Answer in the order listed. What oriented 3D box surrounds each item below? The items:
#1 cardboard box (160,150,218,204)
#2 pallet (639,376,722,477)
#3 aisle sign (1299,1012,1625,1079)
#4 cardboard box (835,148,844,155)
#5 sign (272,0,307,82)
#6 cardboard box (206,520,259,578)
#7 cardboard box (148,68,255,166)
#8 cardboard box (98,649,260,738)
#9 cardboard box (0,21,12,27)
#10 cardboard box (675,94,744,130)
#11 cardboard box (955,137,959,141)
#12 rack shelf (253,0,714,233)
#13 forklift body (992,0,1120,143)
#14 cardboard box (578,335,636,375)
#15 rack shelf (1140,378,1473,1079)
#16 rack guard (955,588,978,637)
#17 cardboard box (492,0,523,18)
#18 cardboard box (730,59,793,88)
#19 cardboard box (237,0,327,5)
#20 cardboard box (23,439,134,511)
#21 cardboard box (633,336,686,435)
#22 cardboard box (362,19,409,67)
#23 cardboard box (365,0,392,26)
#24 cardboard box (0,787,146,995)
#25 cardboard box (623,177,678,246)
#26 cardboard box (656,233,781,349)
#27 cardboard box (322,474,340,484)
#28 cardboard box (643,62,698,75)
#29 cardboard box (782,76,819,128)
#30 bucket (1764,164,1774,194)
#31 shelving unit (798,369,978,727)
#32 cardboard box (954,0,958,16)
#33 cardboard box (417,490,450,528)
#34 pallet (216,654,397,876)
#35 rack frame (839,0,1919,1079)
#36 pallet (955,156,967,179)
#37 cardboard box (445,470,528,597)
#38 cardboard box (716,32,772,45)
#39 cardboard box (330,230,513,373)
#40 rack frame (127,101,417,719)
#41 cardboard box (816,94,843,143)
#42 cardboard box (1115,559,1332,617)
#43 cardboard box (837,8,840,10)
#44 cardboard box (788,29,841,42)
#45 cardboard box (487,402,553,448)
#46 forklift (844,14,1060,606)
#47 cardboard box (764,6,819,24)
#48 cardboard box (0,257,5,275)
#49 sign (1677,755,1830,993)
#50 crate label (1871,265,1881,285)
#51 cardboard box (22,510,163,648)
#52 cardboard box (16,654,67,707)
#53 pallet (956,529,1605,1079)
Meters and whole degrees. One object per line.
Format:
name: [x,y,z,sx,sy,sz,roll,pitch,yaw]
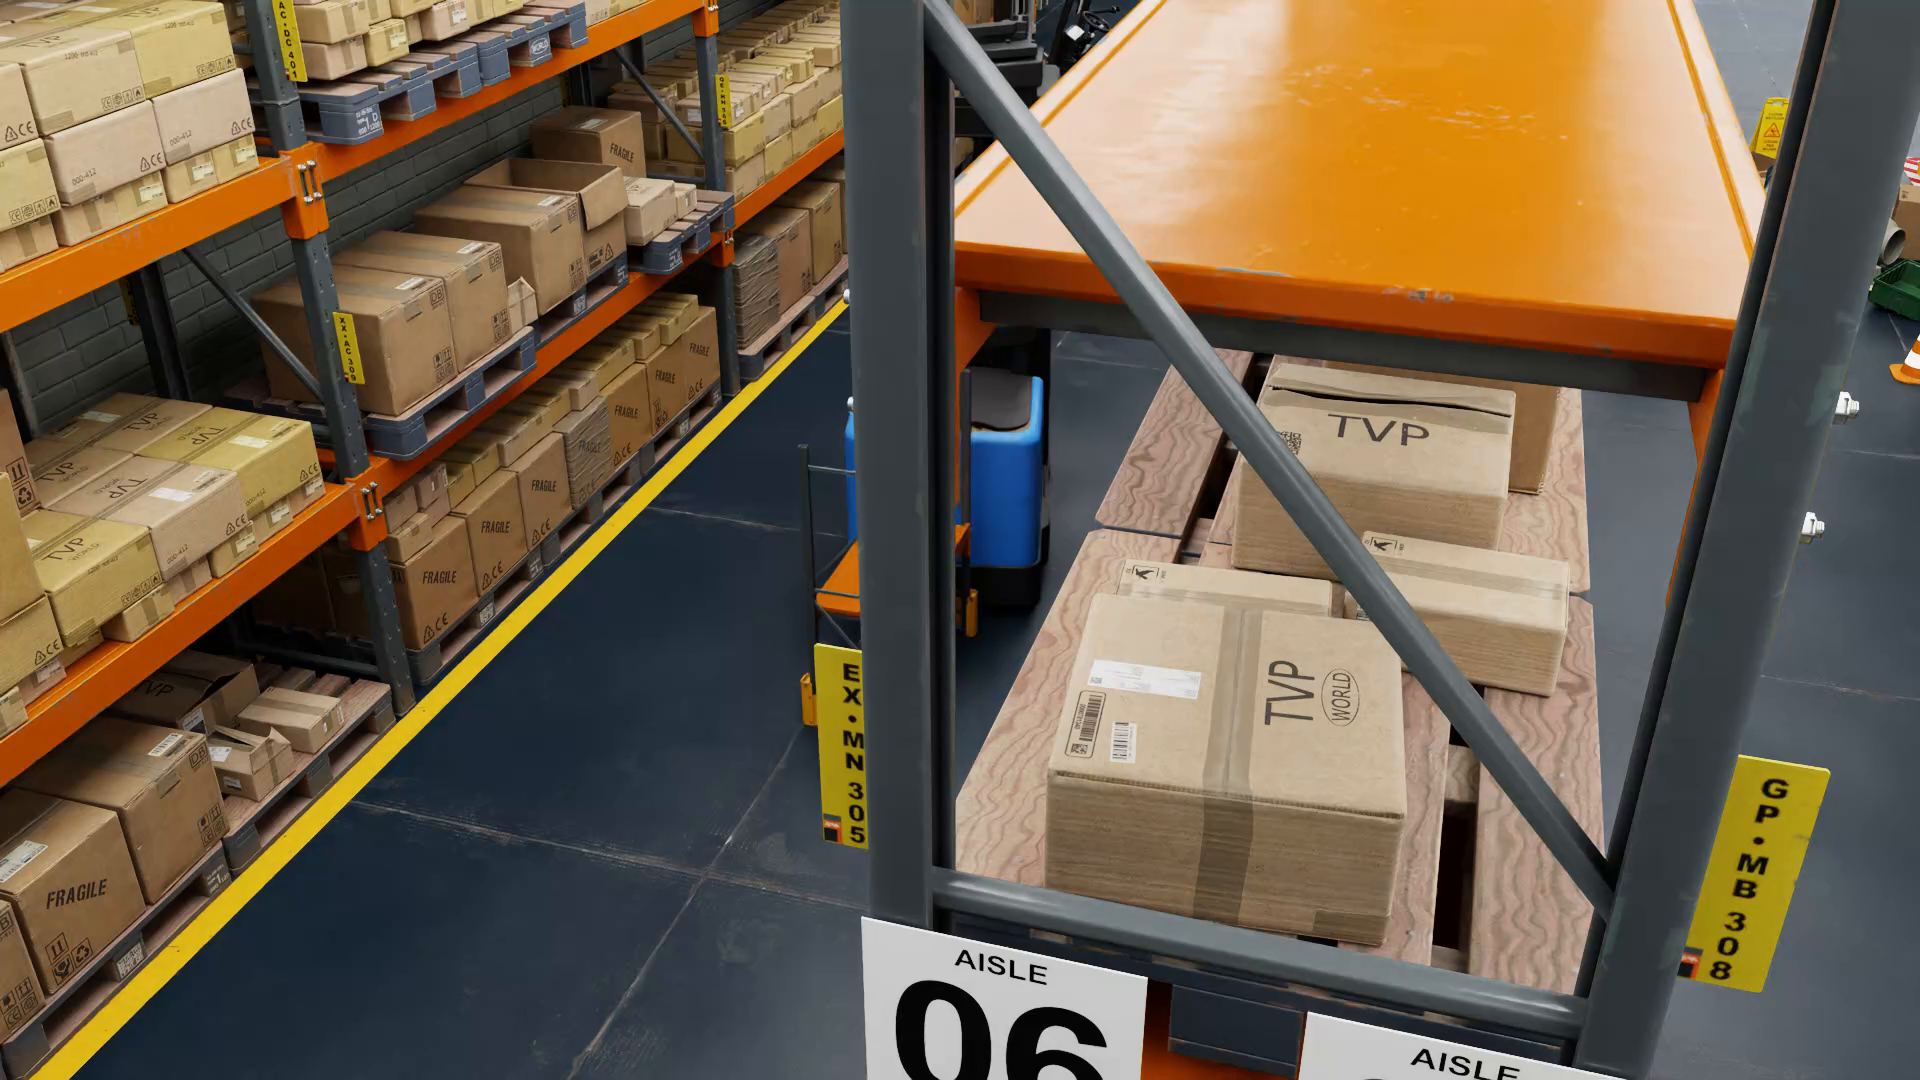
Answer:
cardboard box: [-3.098,-1.412,6.376,0.380,0.149,0.250,8,30,15]
pallet: [-2.281,-0.832,11.029,1.003,0.211,1.213,8,30,15]
aisle sign: [0.628,0.971,2.245,0.394,0.787,0.004,8,30,15]
cardboard box: [-0.994,-3.153,14.343,0.875,0.625,0.625,10,31,17]
sign: [-2.679,-1.996,6.636,0.100,0.325,0.005,8,30,15]
cardboard box: [-3.161,0.009,6.907,0.380,0.149,0.250,9,30,16]
cardboard box: [-3.102,-1.649,6.391,0.500,0.250,0.500,9,30,15]
cardboard box: [-3.620,0.731,7.684,0.500,0.311,0.500,10,30,17]
cardboard box: [-3.754,-1.695,5.960,0.500,0.250,0.500,8,30,13]
cardboard box: [-1.651,-2.826,10.974,0.380,0.149,0.250,9,30,16]
cardboard box: [-0.268,-3.867,15.498,0.500,0.250,0.500,8,30,15]
rack shelf: [-2.613,-2.459,8.740,1.077,0.370,4.000,8,30,15]
forklift body: [1.510,-4.598,15.803,2.313,2.155,1.214,8,30,15]
cardboard box: [-2.219,-1.138,10.182,0.380,0.149,0.250,9,30,16]
rack shelf: [0.959,0.106,4.128,1.077,0.370,4.000,8,30,15]
rack guard: [-0.194,0.350,8.864,0.587,0.250,0.087,8,30,14]
cardboard box: [-2.351,-2.636,8.040,0.380,0.149,0.250,9,30,16]
cardboard box: [-1.413,-3.317,11.858,0.380,0.149,0.250,9,30,15]
cardboard box: [-2.778,-2.363,6.818,0.396,0.266,0.258,8,30,14]
cardboard box: [-3.744,-0.172,6.823,0.500,0.250,0.500,8,30,14]
cardboard box: [-2.101,-1.025,10.647,0.500,0.500,0.500,8,30,14]
cardboard box: [-2.623,-2.159,7.184,0.380,0.149,0.250,9,30,15]
cardboard box: [-2.683,-2.302,7.135,0.380,0.149,0.250,9,30,16]
cardboard box: [-3.565,1.340,6.394,0.500,0.500,0.500,9,30,16]
cardboard box: [-2.026,-1.974,9.935,0.500,0.250,0.500,7,30,13]
cardboard box: [-1.829,-1.826,11.958,0.875,0.625,0.625,9,30,16]
cardboard box: [-3.295,-0.243,8.574,0.380,0.149,0.250,9,30,15]
cardboard box: [-2.014,-3.273,11.778,0.380,0.149,0.250,8,30,14]
cardboard box: [-1.343,-3.190,12.039,0.500,0.250,0.500,8,30,14]
bucket: [6.492,-2.511,12.983,0.726,0.611,0.620,20,45,32]
shelving unit: [-0.336,0.035,8.144,0.587,1.500,1.083,8,30,14]
cardboard box: [-0.335,-4.708,15.026,0.500,0.500,0.500,9,30,16]
cardboard box: [-2.833,-0.177,8.454,0.380,0.149,0.250,8,30,13]
pallet: [-3.402,1.004,7.728,1.003,0.211,1.213,8,30,15]
rack frame: [0.372,-0.590,1.554,1.000,3.000,0.127,8,30,15]
pallet: [-0.578,-3.396,15.638,1.003,0.211,1.213,8,30,15]
cardboard box: [-2.696,-0.066,8.923,0.500,0.500,0.500,8,30,14]
cardboard box: [-1.652,-3.744,12.624,0.380,0.149,0.250,9,30,15]
cardboard box: [-2.692,-1.194,8.277,0.700,0.500,0.500,9,30,15]
rack frame: [-3.200,-0.534,7.624,1.000,3.000,0.127,8,30,15]
cardboard box: [-1.211,-3.212,12.593,0.500,0.250,0.500,9,30,16]
cardboard box: [0.465,0.175,2.987,0.380,0.149,0.250,6,30,11]
cardboard box: [-0.798,-4.266,13.562,0.380,0.149,0.250,8,30,14]
cardboard box: [-1.086,-3.790,12.707,0.380,0.149,0.250,9,30,15]
cardboard box: [-2.517,-0.653,9.310,0.380,0.149,0.250,10,30,17]
forklift: [-0.003,-1.608,9.625,1.130,2.935,3.031,2,29,3]
cardboard box: [-1.363,-4.213,13.467,0.380,0.149,0.250,8,30,15]
cardboard box: [-3.436,-0.937,5.522,0.380,0.149,0.250,9,30,15]
sign: [0.901,0.386,1.904,0.100,0.325,0.005,8,30,15]
crate label: [7.321,-2.174,13.517,0.298,0.136,0.250,-12,31,-20]
cardboard box: [-3.408,0.138,6.264,0.500,0.250,0.500,8,30,15]
cardboard box: [-3.522,0.475,6.069,0.380,0.149,0.250,8,30,15]
pallet: [0.580,0.414,2.927,1.003,0.211,1.213,8,30,15]
